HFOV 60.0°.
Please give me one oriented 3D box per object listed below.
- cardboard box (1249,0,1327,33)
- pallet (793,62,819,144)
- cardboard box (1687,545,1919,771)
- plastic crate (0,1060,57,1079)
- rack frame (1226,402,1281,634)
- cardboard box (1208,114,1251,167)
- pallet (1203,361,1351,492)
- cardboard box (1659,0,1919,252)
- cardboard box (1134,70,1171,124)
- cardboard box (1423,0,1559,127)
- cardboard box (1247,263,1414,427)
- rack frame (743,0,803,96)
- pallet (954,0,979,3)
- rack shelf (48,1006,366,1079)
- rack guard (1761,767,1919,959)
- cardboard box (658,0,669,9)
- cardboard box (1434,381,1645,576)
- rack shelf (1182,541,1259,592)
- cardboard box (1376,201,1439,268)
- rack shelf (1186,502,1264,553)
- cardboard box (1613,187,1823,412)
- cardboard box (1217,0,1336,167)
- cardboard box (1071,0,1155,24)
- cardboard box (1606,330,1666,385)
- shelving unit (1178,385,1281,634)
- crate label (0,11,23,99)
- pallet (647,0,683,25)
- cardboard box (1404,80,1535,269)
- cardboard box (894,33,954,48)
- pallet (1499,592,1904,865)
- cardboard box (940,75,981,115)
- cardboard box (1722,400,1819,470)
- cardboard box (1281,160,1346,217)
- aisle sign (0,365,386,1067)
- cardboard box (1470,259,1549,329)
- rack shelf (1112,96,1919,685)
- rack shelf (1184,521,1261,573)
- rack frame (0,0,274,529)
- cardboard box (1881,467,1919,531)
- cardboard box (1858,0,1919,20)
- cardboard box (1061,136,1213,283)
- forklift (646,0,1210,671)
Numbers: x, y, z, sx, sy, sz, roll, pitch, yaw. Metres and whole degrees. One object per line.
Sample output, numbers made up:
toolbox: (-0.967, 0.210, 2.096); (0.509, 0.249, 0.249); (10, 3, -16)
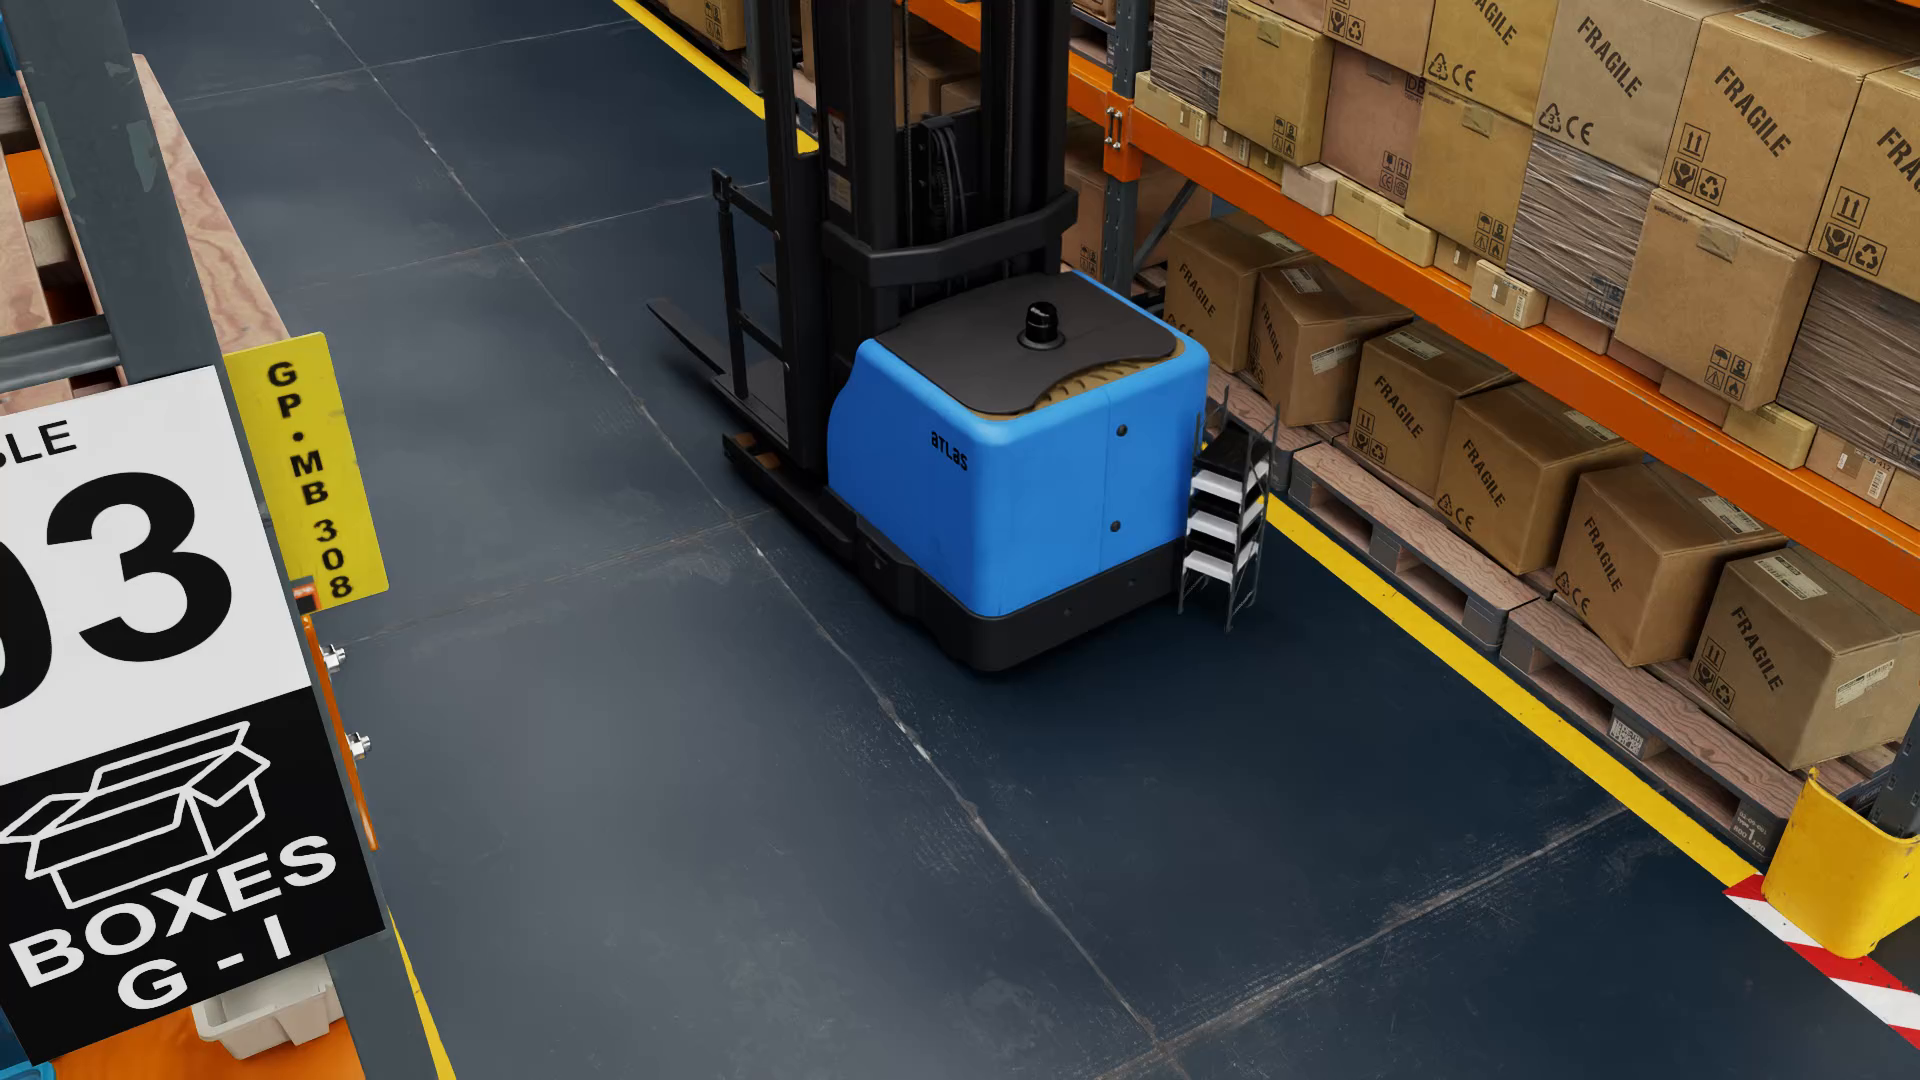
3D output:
cardboard box: (1.373, -2.199, 6.033); (0.500, 0.500, 0.500); (-19, 40, -24)
pallet: (-0.504, -2.709, 10.280); (1.003, 0.211, 1.213); (-19, 40, -24)
cardboard box: (2.825, 0.362, 5.475); (0.500, 0.500, 0.500); (-12, 38, -16)
plastic crate: (-1.669, 1.207, 2.681); (0.499, 0.251, 0.616); (-19, 40, -24)
rack frame: (1.069, -0.068, 6.079); (0.006, 0.900, 0.240); (22, 42, 27)
cardboard box: (1.226, -1.644, 6.670); (0.380, 0.149, 0.250); (-19, 40, -24)
pallet: (1.482, -0.736, 7.579); (1.003, 0.211, 1.213); (-19, 40, -24)
cardboard box: (2.378, -1.179, 4.637); (0.500, 0.500, 0.500); (-19, 40, -24)
cardboard box: (0.962, -1.894, 7.013); (0.380, 0.149, 0.250); (-19, 40, -24)
cardboard box: (1.885, -1.693, 5.339); (0.500, 0.500, 0.500); (-19, 40, -24)
cardboard box: (1.575, -0.849, 7.132); (0.500, 0.500, 0.500); (-7, 37, -9)
rack frame: (-0.895, -4.234, 10.004); (1.000, 3.000, 0.127); (-19, 40, -24)
pallet: (0.135, -3.159, 8.695); (1.003, 0.211, 1.213); (-19, 40, -24)
rack shelf: (-2.163, 0.584, 4.018); (1.077, 0.370, 4.000); (-19, 40, -24)
rack guard: (3.086, 0.816, 5.209); (1.175, 0.500, 0.348); (-19, 40, -24)
cardboard box: (-1.665, -4.361, 11.623); (1.225, 0.875, 0.875); (-19, 40, -24)
cardboard box: (2.196, -0.258, 6.323); (0.500, 0.500, 0.500); (-15, 39, -20)
rack shelf: (0.985, 0.070, 6.252); (0.200, 0.077, 0.258); (22, 42, 27)
cardboard box: (1.727, -1.133, 5.971); (0.380, 0.149, 0.250); (-19, 40, -24)
rack shelf: (0.985, -0.075, 6.145); (0.200, 0.077, 0.258); (22, 42, 27)
cardboard box: (2.516, -0.823, 4.997); (0.875, 0.500, 0.500); (-19, 40, -24)
cardboard box: (1.508, -1.842, 6.391); (0.875, 0.500, 0.500); (-19, 40, -24)
cardboard box: (0.836, -3.053, 7.522); (1.000, 1.000, 1.000); (-19, 40, -24)
cardboard box: (2.305, -0.649, 5.308); (0.380, 0.149, 0.250); (-19, 40, -24)
shelving unit: (0.985, -0.102, 6.125); (0.210, 0.900, 0.258); (22, 42, 27)
crate label: (-1.813, -0.891, 3.009); (0.502, 0.251, 0.408); (-19, 40, -24)
pallet: (-1.835, -4.154, 12.259); (1.003, 0.211, 1.213); (-19, 40, -24)
cardboard box: (2.061, -1.349, 5.717); (0.875, 0.500, 0.500); (-19, 40, -24)
cardboard box: (-0.252, -2.788, 9.770); (0.700, 0.500, 0.500); (-22, 42, -28)
pallet: (2.708, 0.508, 5.876); (1.003, 0.211, 1.213); (-19, 40, -24)
cardboard box: (0.320, -2.216, 8.987); (0.700, 0.500, 0.500); (-23, 42, -28)
cardboard box: (2.507, -0.377, 4.936); (0.380, 0.149, 0.250); (-19, 40, -24)
cardboard box: (1.450, -1.379, 6.308); (0.380, 0.149, 0.250); (-19, 40, -24)
aisle sign: (-0.869, 0.213, 1.711); (0.394, 0.787, 0.004); (-19, 40, -24)
cardboard box: (1.958, -0.871, 5.612); (0.380, 0.149, 0.250); (-19, 40, -24)
rack shelf: (2.119, -0.884, 6.027); (1.077, 0.370, 4.000); (-19, 40, -24)
rack shelf: (0.985, -0.003, 6.198); (0.200, 0.077, 0.258); (22, 42, 27)
rack frame: (-1.159, -1.110, 0.640); (1.000, 3.000, 0.127); (-19, 40, -24)
cardboard box: (2.802, -0.137, 4.608); (0.380, 0.149, 0.250); (-19, 40, -24)
cardboard box: (2.838, -1.337, 4.853); (0.500, 0.500, 0.500); (-19, 40, -24)
cardboard box: (0.824, -1.682, 8.256); (0.700, 0.500, 0.500); (-22, 42, -27)
forklift: (-0.357, -1.535, 6.367); (1.130, 2.935, 3.031); (-23, 42, -28)
